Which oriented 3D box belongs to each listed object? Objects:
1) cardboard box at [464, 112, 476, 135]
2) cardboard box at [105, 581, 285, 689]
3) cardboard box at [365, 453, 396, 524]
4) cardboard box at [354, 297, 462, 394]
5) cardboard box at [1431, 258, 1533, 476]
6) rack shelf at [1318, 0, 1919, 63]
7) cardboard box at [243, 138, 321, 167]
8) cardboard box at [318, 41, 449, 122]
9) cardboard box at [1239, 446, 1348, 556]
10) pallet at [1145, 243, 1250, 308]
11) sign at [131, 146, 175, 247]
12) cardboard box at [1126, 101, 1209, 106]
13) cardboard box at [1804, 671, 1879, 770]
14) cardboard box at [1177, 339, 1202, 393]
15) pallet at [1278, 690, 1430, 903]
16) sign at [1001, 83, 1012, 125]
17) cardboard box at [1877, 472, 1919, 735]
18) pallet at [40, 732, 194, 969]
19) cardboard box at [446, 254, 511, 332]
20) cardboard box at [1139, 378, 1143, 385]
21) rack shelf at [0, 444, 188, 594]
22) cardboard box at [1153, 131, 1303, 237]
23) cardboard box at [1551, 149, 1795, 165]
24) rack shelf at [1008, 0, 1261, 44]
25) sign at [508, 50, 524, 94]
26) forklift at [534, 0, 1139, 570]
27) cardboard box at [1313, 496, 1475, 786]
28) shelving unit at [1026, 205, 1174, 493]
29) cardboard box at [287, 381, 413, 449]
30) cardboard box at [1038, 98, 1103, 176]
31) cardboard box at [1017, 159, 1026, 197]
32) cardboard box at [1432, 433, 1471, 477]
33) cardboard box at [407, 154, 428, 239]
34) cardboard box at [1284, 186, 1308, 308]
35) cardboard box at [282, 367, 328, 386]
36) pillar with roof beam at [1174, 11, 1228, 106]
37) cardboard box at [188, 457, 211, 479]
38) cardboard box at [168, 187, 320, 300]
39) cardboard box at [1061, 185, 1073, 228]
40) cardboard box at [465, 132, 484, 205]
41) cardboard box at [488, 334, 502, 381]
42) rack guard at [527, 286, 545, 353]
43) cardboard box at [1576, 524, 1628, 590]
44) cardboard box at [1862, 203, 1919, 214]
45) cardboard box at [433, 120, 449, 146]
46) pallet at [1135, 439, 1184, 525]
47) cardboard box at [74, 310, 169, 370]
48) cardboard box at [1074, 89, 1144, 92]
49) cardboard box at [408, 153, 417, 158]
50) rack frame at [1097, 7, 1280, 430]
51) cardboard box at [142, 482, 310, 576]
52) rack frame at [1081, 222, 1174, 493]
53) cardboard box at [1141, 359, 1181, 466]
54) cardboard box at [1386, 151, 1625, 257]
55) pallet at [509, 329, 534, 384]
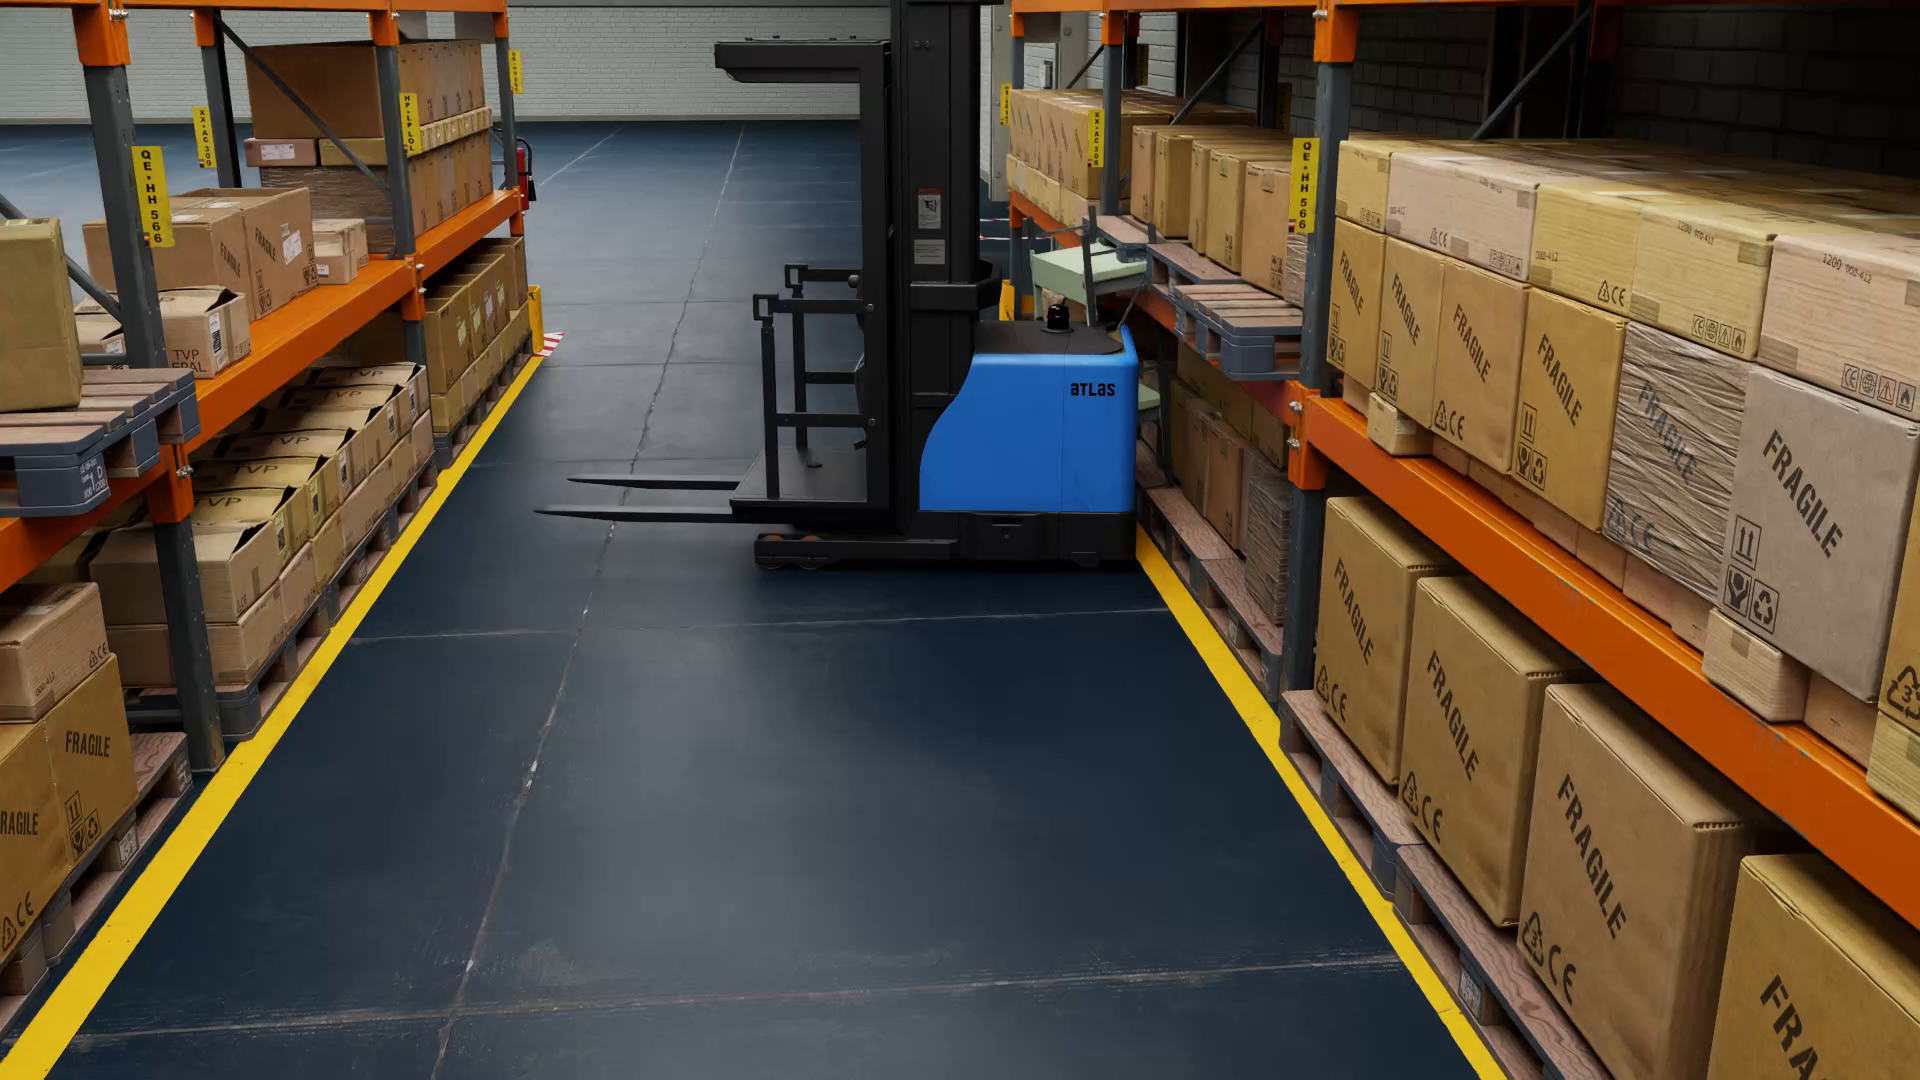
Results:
[{"bbox_3d":[-3.701,-2.992,11.950,0.380,0.149,0.250,-2,17,-5],"label":"cardboard box"},{"bbox_3d":[-2.945,0.358,6.419,0.500,0.250,0.500,-2,18,-6],"label":"cardboard box"},{"bbox_3d":[-3.161,-0.251,8.358,0.500,0.250,0.500,-1,17,-4],"label":"cardboard box"},{"bbox_3d":[-3.332,-1.174,10.048,0.500,0.500,0.500,-2,18,-6],"label":"cardboard box"},{"bbox_3d":[1.634,-0.485,4.518,0.500,0.500,0.500,-2,18,-6],"label":"cardboard box"},{"bbox_3d":[1.950,-1.235,3.796,1.077,0.370,4.000,-2,18,-6],"label":"rack shelf"},{"bbox_3d":[-3.837,-2.212,9.465,0.380,0.149,0.250,-2,18,-6],"label":"cardboard box"},{"bbox_3d":[-3.803,-3.028,10.980,0.700,0.500,0.500,-2,18,-6],"label":"cardboard box"},{"bbox_3d":[1.680,-0.130,7.522,0.700,0.500,0.500,-2,18,-6],"label":"cardboard box"},{"bbox_3d":[1.499,-1.240,7.938,1.003,0.211,1.213,-2,18,-6],"label":"pallet"},{"bbox_3d":[-2.645,-1.123,5.445,0.100,0.325,0.005,-2,18,-6],"label":"sign"},{"bbox_3d":[1.395,-2.680,11.170,0.500,0.500,0.500,-1,17,-4],"label":"cardboard box"},{"bbox_3d":[1.808,0.314,3.054,0.380,0.149,0.250,-1,17,-4],"label":"cardboard box"},{"bbox_3d":[1.472,-0.960,8.913,0.500,0.250,0.500,-2,18,-7],"label":"cardboard box"},{"bbox_3d":[1.750,0.825,5.697,1.003,0.211,1.213,-2,18,-6],"label":"pallet"},{"bbox_3d":[0.379,-3.522,13.444,0.100,0.325,0.005,-2,18,-6],"label":"sign"},{"bbox_3d":[1.858,0.120,2.590,0.500,0.500,0.500,-2,18,-7],"label":"cardboard box"},{"bbox_3d":[-3.144,0.965,5.250,1.003,0.211,1.213,-2,18,-6],"label":"pallet"},{"bbox_3d":[-3.540,-1.770,11.946,0.500,0.500,0.500,-2,18,-6],"label":"cardboard box"},{"bbox_3d":[1.246,-0.951,10.694,0.380,0.166,0.250,-4,18,-13],"label":"cardboard box"},{"bbox_3d":[-2.977,0.350,3.754,1.077,0.370,4.000,-2,18,-6],"label":"rack shelf"},{"bbox_3d":[1.400,-1.873,8.733,0.700,0.500,0.500,0,17,0],"label":"cardboard box"},{"bbox_3d":[2.098,-1.018,4.964,0.500,0.250,0.500,-2,18,-7],"label":"cardboard box"},{"bbox_3d":[1.125,-3.618,11.388,1.077,0.370,4.000,-2,18,-6],"label":"rack shelf"},{"bbox_3d":[-3.467,-3.650,12.967,0.100,0.325,0.005,-2,18,-6],"label":"sign"},{"bbox_3d":[-0.625,-1.408,8.269,3.031,2.935,1.130,1,17,3],"label":"forklift"},{"bbox_3d":[1.689,0.306,5.583,0.750,0.750,0.750,-2,18,-6],"label":"cardboard box"},{"bbox_3d":[0.755,-0.971,8.930,0.431,1.500,0.755,-13,21,-16],"label":"shelving unit"},{"bbox_3d":[-3.209,-0.670,8.756,0.500,0.311,0.500,-1,17,-4],"label":"cardboard box"},{"bbox_3d":[0.822,-2.815,11.602,0.500,0.500,0.500,-1,17,-4],"label":"cardboard box"},{"bbox_3d":[0.721,-2.755,12.661,0.500,0.250,0.500,-2,18,-7],"label":"cardboard box"},{"bbox_3d":[1.656,-0.299,5.008,0.380,0.149,0.250,-2,18,-6],"label":"cardboard box"},{"bbox_3d":[-3.709,-2.117,10.246,0.700,0.500,0.500,-2,18,-6],"label":"cardboard box"},{"bbox_3d":[1.685,-1.140,6.399,0.700,0.500,0.500,-4,18,-12],"label":"cardboard box"},{"bbox_3d":[-3.801,-0.806,9.188,0.500,0.311,0.500,-2,18,-5],"label":"cardboard box"},{"bbox_3d":[-2.431,-5.674,11.726,9.100,9.000,0.400,-2,18,-6],"label":"pillar with roof beam"},{"bbox_3d":[-3.592,-0.198,7.254,0.500,0.311,0.500,-2,18,-6],"label":"cardboard box"},{"bbox_3d":[-3.479,-1.442,8.095,0.500,0.500,0.500,-1,17,-2],"label":"cardboard box"},{"bbox_3d":[0.937,-2.153,10.744,0.500,0.250,0.500,-2,18,-5],"label":"cardboard box"},{"bbox_3d":[-3.914,-2.724,12.179,0.700,0.500,0.500,-1,17,-4],"label":"cardboard box"},{"bbox_3d":[-3.493,-1.263,11.583,0.500,0.250,0.500,-2,18,-6],"label":"cardboard box"},{"bbox_3d":[-4.011,-1.787,13.533,1.175,0.500,0.348,-2,18,-6],"label":"rack guard"},{"bbox_3d":[1.736,0.008,4.030,0.380,0.149,0.250,-1,17,-4],"label":"cardboard box"},{"bbox_3d":[2.250,-0.558,3.498,0.500,0.250,0.500,-2,18,-7],"label":"cardboard box"},{"bbox_3d":[-3.594,-2.685,10.972,0.380,0.149,0.250,-2,18,-6],"label":"cardboard box"},{"bbox_3d":[1.413,-0.372,9.510,1.003,0.211,1.213,-2,18,-6],"label":"pallet"},{"bbox_3d":[-3.178,-0.656,5.907,0.500,0.311,0.500,-1,17,-2],"label":"cardboard box"},{"bbox_3d":[1.178,-3.288,13.108,0.500,0.500,0.500,-2,18,-6],"label":"cardboard box"},{"bbox_3d":[-3.485,-2.375,9.985,0.380,0.149,0.250,-2,18,-7],"label":"cardboard box"},{"bbox_3d":[1.331,-1.935,9.831,1.000,3.000,0.127,-2,18,-6],"label":"rack frame"},{"bbox_3d":[-3.008,-0.066,6.833,0.500,0.311,0.500,-2,18,-7],"label":"cardboard box"},{"bbox_3d":[0.879,-0.863,8.603,0.400,1.500,0.023,-13,21,-16],"label":"rack frame"},{"bbox_3d":[1.423,-0.733,9.443,0.700,0.500,0.500,-1,17,-4],"label":"cardboard box"},{"bbox_3d":[1.590,-0.996,4.894,0.500,0.250,0.500,-2,18,-6],"label":"cardboard box"},{"bbox_3d":[-3.888,-1.415,12.832,1.003,0.211,1.213,-2,18,-6],"label":"pallet"}]
